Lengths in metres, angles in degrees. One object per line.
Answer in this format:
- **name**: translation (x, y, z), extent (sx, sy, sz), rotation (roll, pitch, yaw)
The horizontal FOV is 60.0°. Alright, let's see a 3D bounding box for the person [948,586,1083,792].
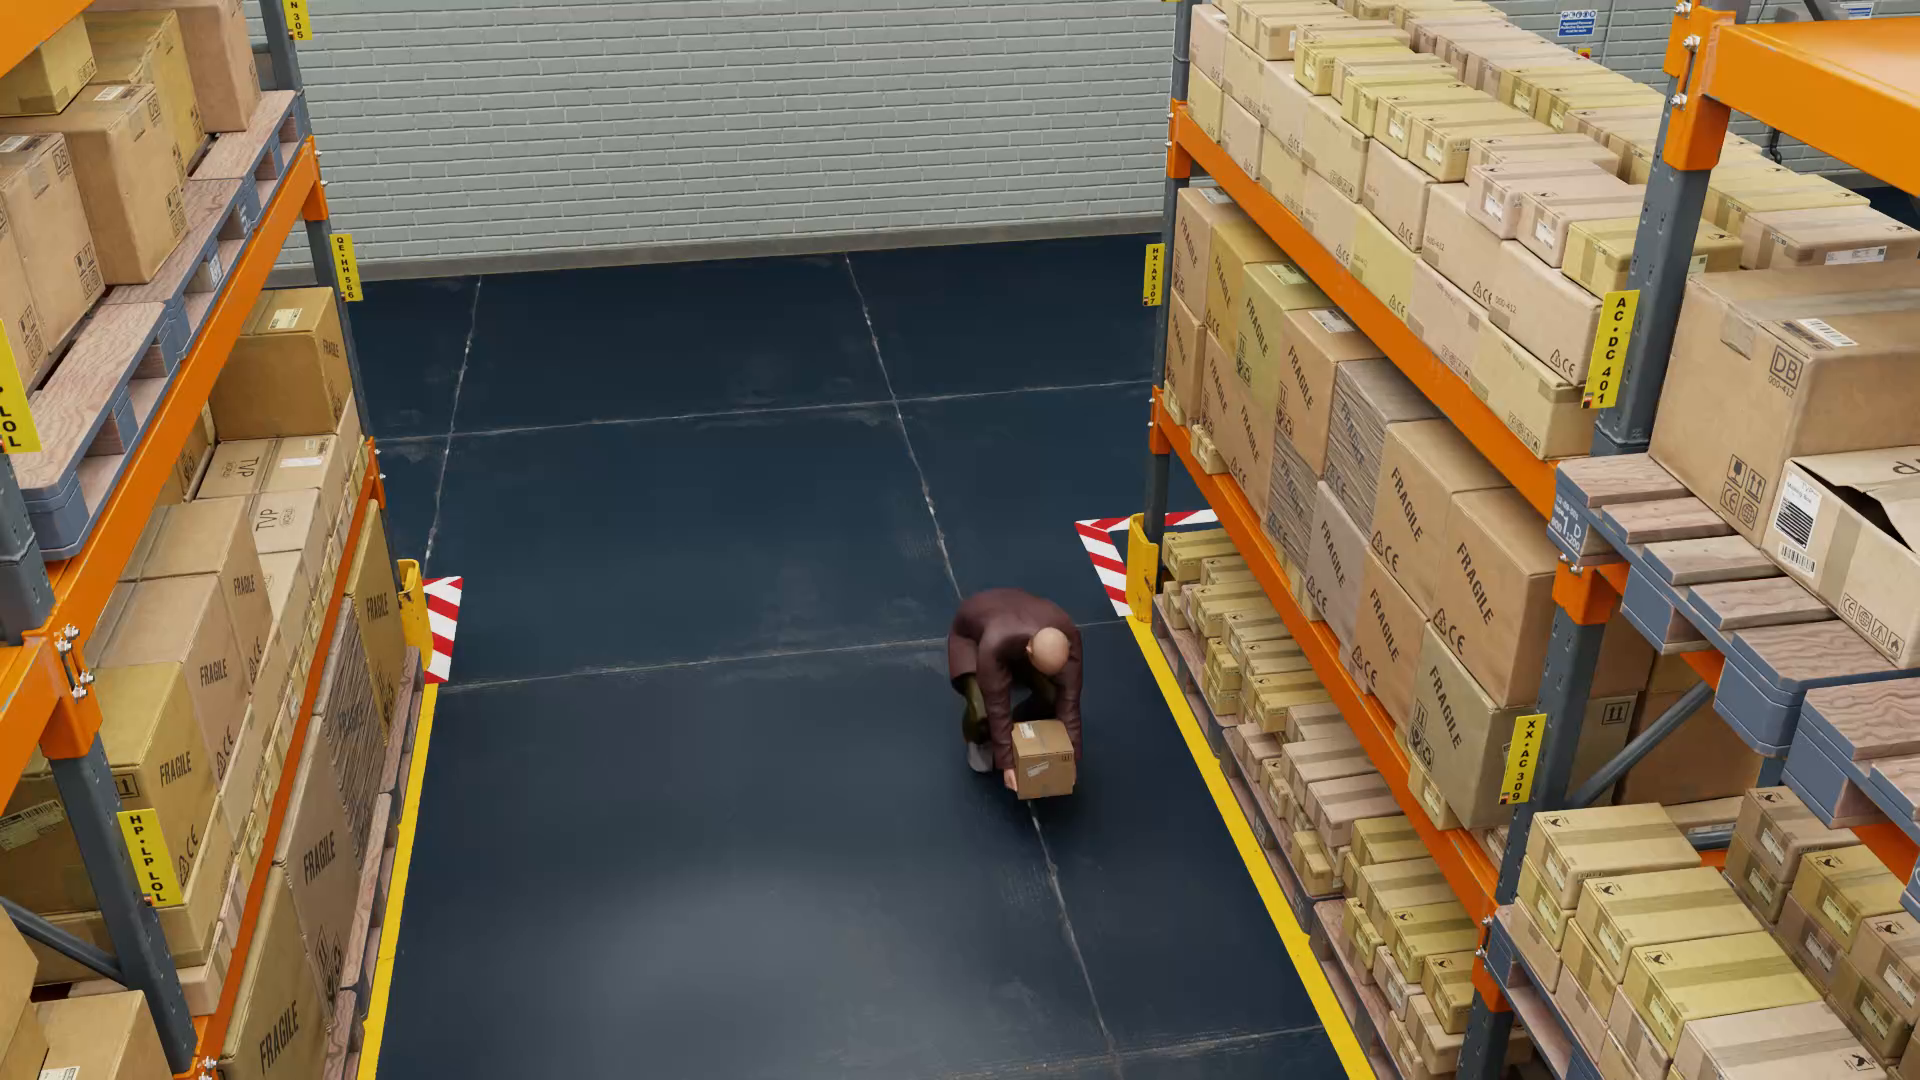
- **person**: translation (0.260, 0.688, 7.781), extent (0.581, 0.970, 0.954), rotation (-9, 31, -15)
